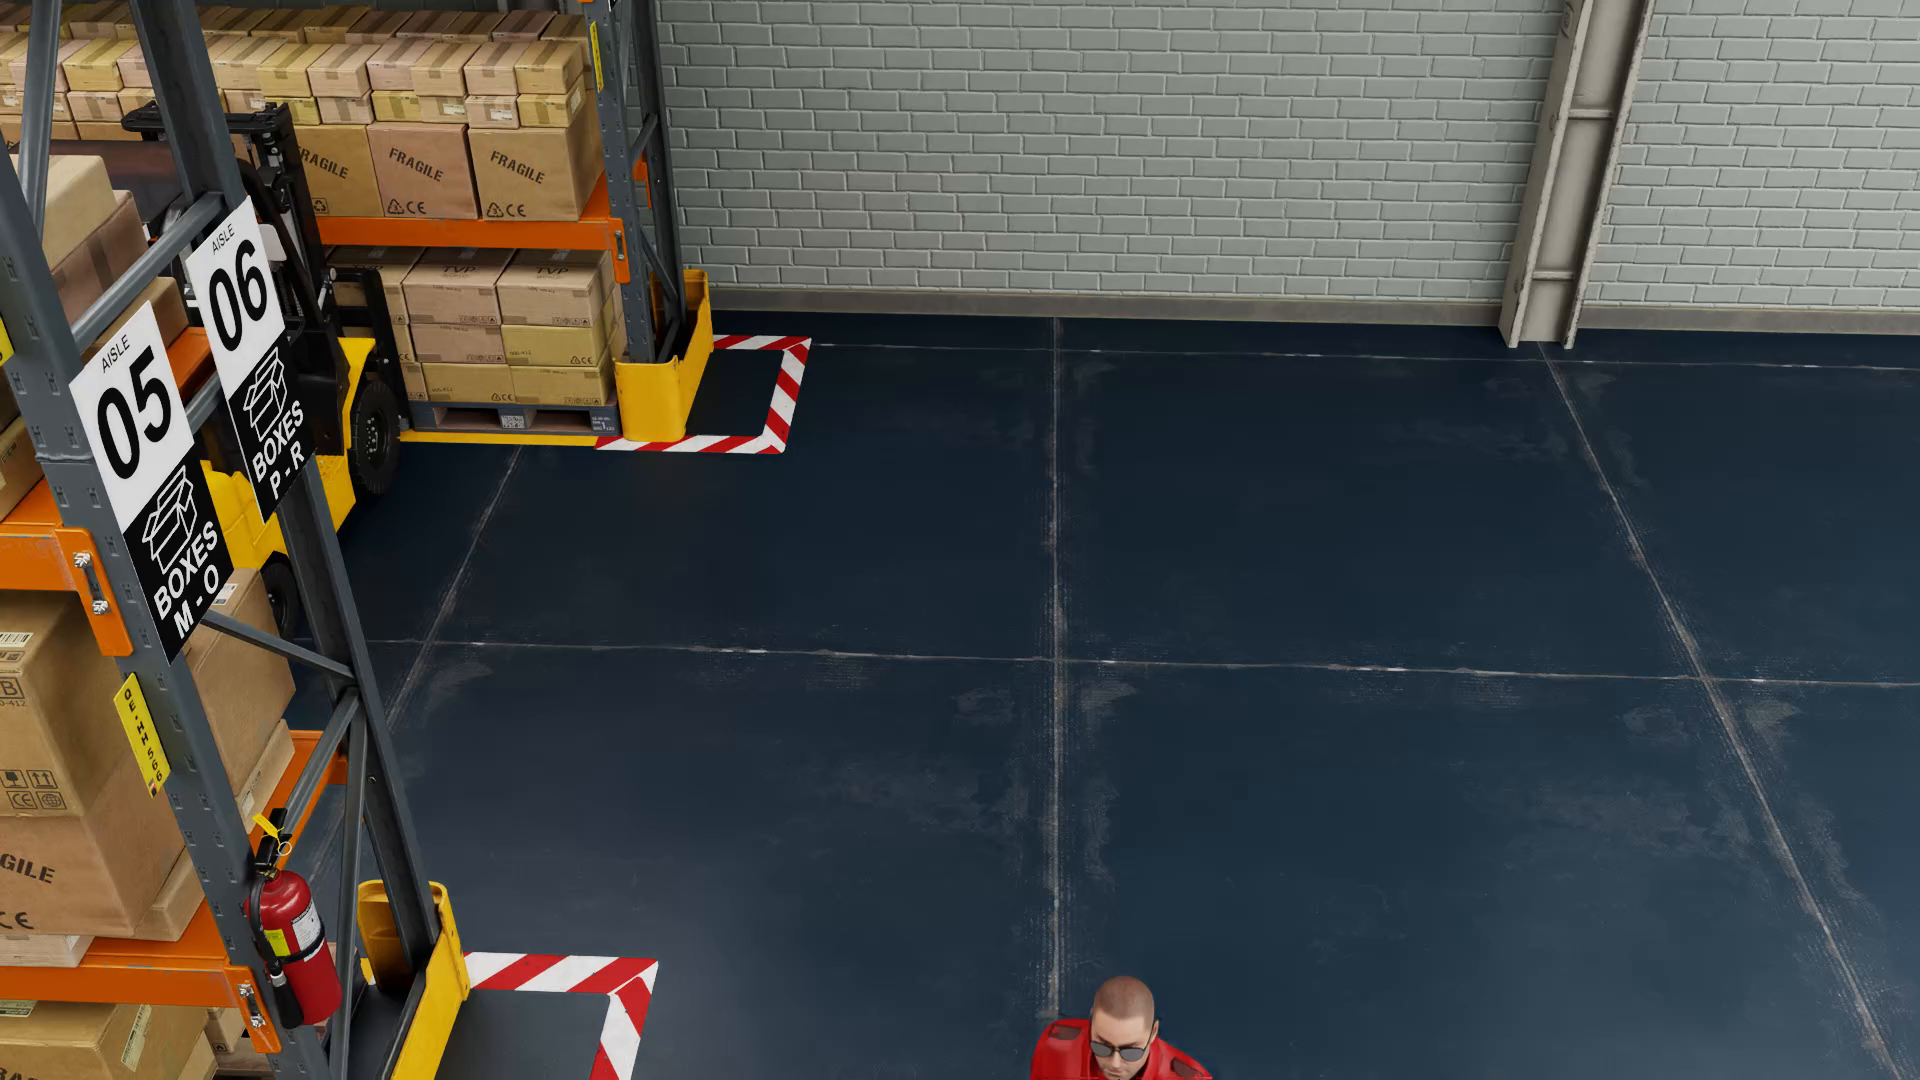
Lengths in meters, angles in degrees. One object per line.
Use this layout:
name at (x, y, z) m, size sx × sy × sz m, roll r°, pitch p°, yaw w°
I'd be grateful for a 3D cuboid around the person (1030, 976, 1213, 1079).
person at (0.422, 1.813, 4.596) m, size 0.579 × 1.675 × 1.068 m, roll 10°, pitch 37°, yaw 14°
